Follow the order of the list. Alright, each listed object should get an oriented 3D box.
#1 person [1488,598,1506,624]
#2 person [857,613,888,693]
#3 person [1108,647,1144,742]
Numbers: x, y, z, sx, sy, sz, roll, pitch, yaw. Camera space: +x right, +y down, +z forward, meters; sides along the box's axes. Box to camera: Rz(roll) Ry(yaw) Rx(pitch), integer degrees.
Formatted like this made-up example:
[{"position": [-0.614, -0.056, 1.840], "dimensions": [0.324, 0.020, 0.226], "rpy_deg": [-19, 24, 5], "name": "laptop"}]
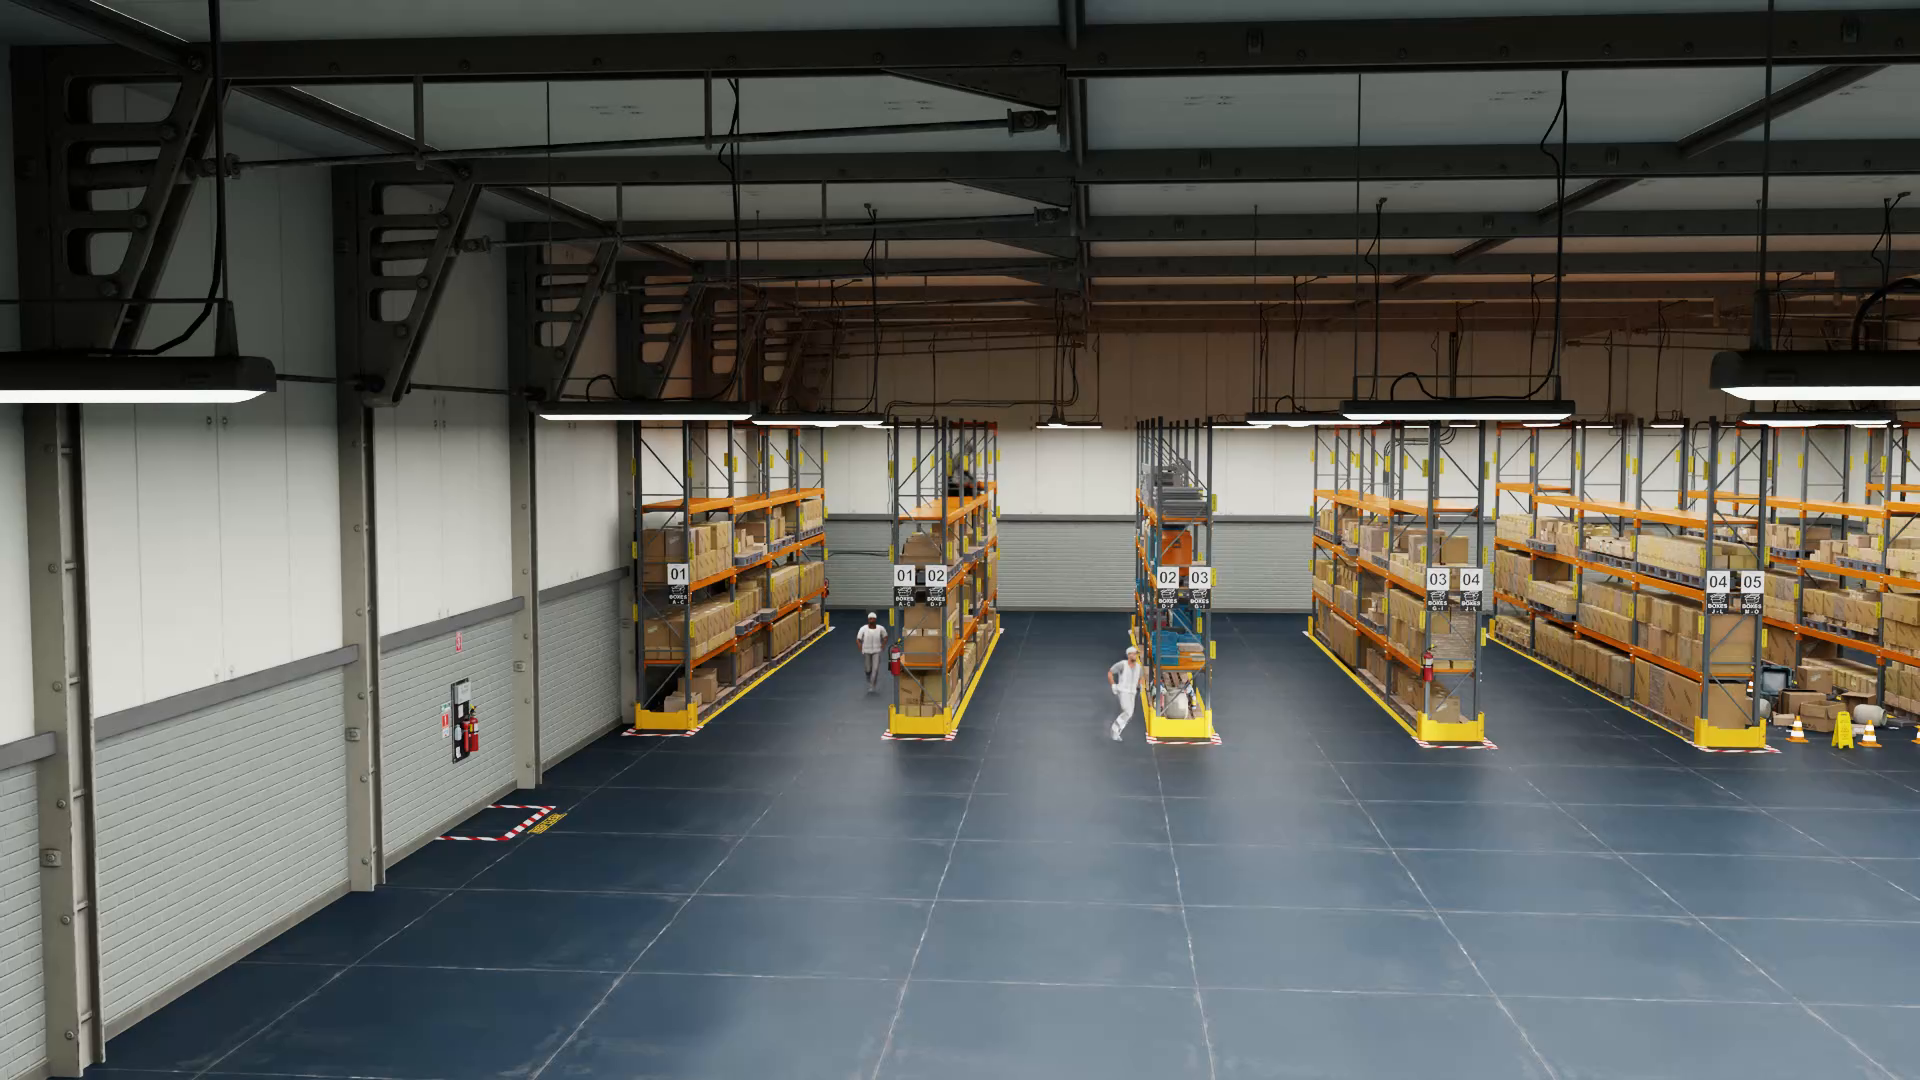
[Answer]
[{"position": [15.389, 1.862, 47.485], "dimensions": [0.534, 1.535, 0.583], "rpy_deg": [0, 4, -5], "name": "person"}, {"position": [-1.926, 2.467, 36.656], "dimensions": [0.700, 1.739, 0.801], "rpy_deg": [0, 4, -4], "name": "person"}, {"position": [3.120, 2.840, 30.687], "dimensions": [0.701, 1.731, 0.584], "rpy_deg": [-2, 4, -32], "name": "person"}]
